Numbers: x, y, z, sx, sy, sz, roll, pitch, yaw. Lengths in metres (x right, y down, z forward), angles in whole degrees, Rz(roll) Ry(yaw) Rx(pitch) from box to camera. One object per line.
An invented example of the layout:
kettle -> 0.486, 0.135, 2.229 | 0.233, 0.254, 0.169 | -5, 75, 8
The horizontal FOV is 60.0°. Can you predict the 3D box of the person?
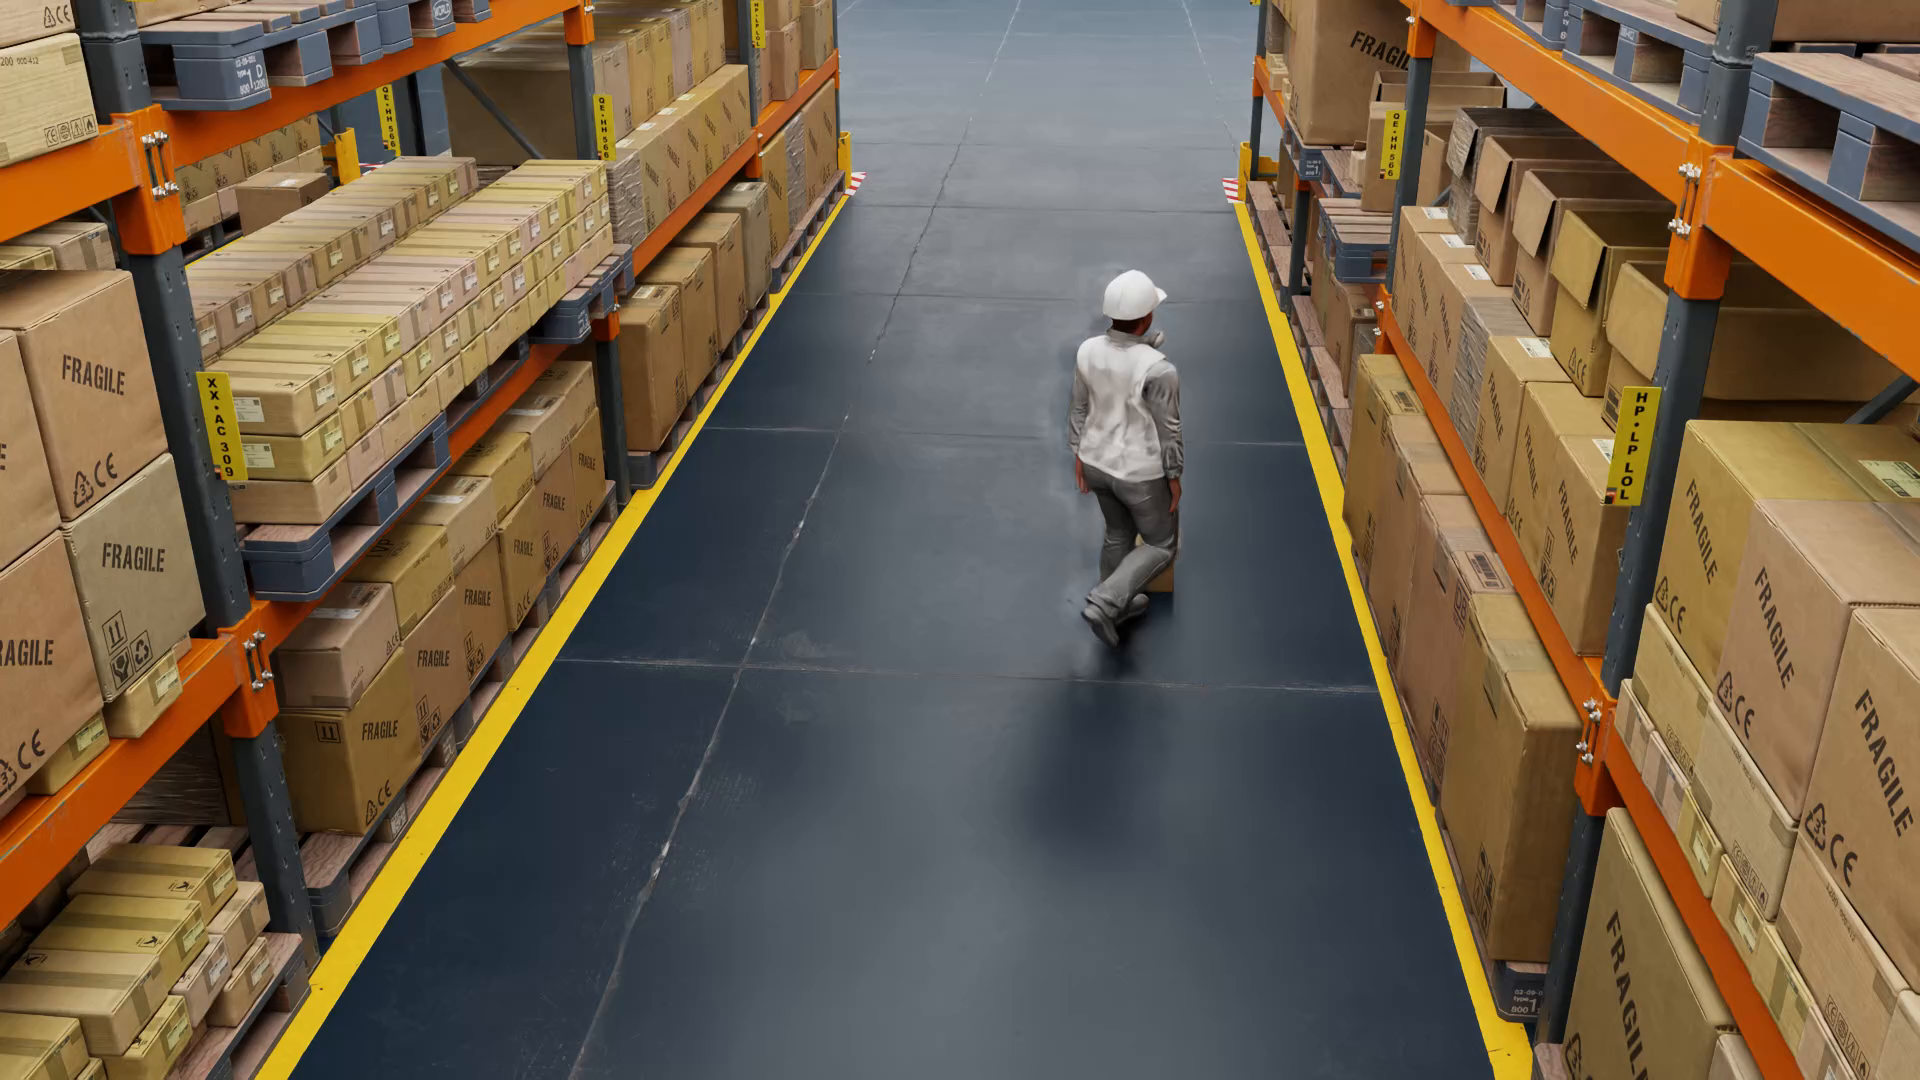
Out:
person -> 0.737, -0.339, 7.298 | 0.687, 1.746, 0.552 | -22, 33, -40
